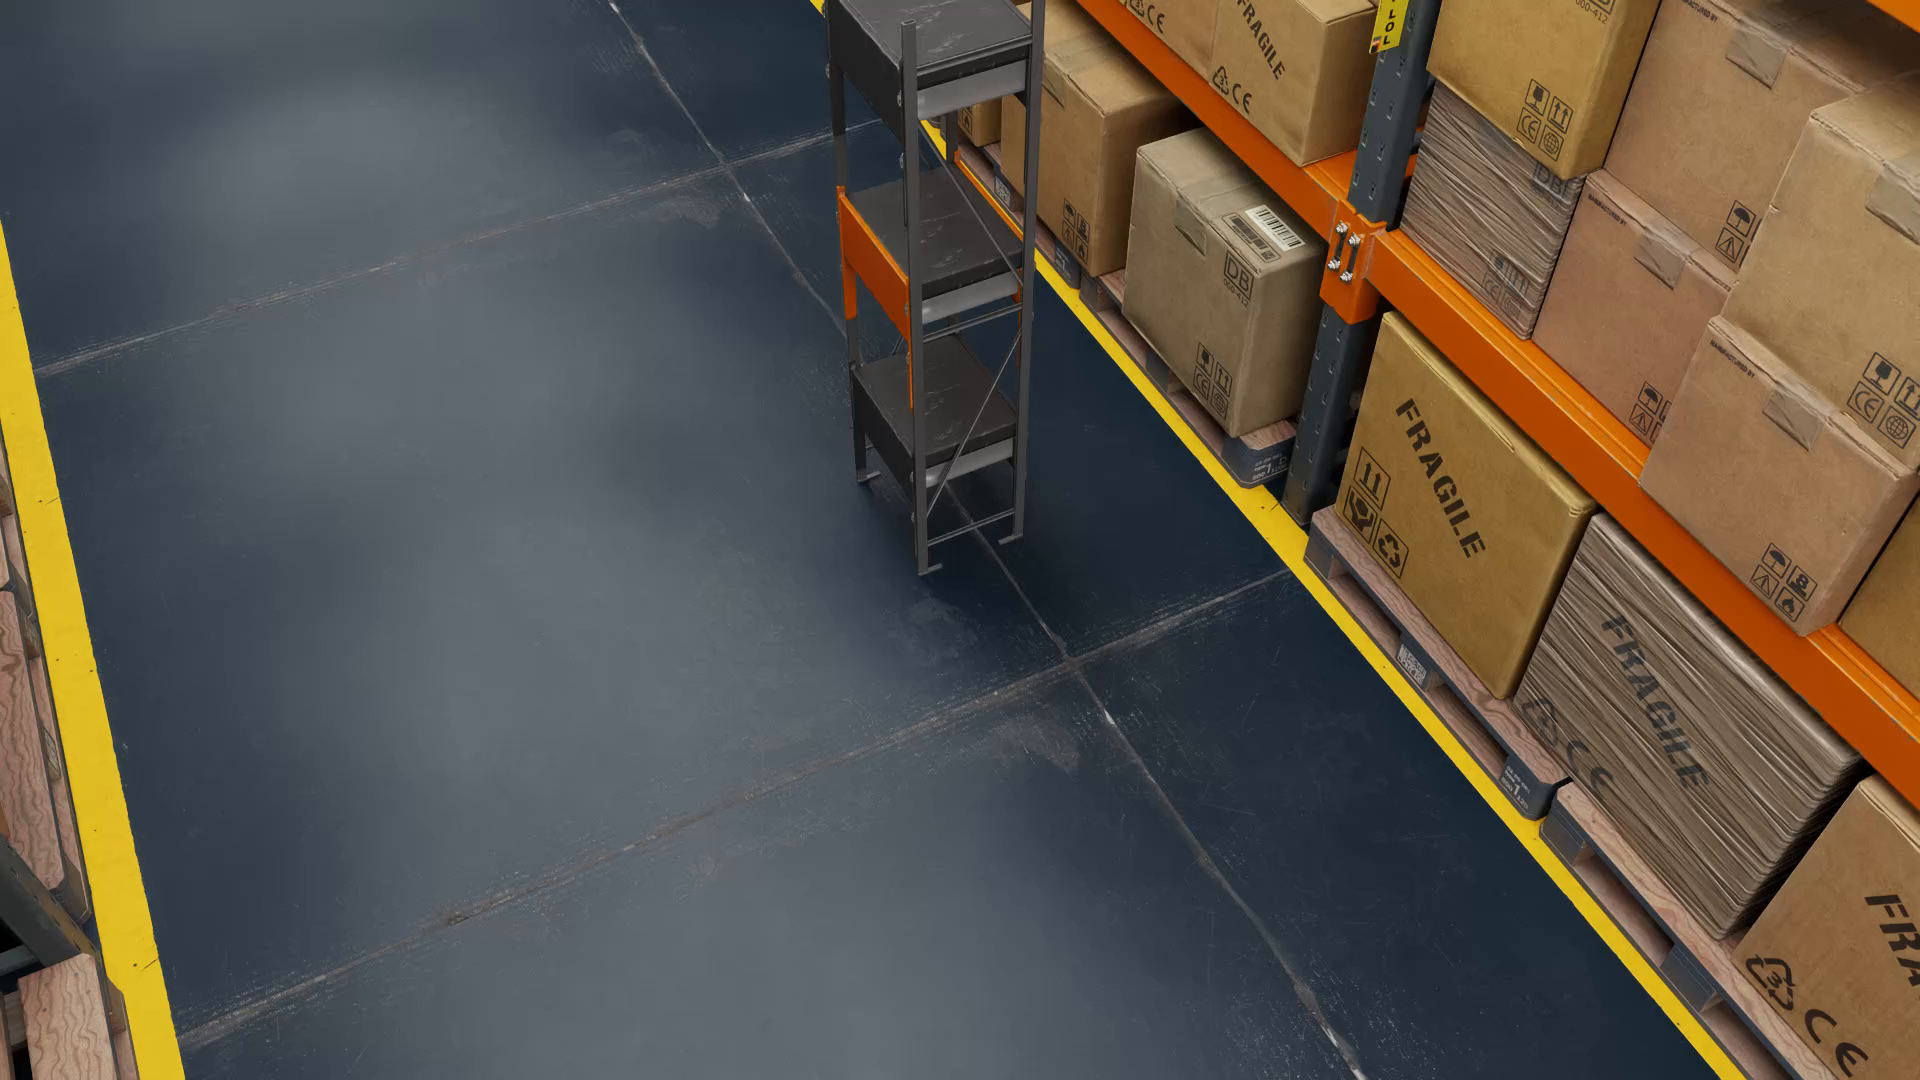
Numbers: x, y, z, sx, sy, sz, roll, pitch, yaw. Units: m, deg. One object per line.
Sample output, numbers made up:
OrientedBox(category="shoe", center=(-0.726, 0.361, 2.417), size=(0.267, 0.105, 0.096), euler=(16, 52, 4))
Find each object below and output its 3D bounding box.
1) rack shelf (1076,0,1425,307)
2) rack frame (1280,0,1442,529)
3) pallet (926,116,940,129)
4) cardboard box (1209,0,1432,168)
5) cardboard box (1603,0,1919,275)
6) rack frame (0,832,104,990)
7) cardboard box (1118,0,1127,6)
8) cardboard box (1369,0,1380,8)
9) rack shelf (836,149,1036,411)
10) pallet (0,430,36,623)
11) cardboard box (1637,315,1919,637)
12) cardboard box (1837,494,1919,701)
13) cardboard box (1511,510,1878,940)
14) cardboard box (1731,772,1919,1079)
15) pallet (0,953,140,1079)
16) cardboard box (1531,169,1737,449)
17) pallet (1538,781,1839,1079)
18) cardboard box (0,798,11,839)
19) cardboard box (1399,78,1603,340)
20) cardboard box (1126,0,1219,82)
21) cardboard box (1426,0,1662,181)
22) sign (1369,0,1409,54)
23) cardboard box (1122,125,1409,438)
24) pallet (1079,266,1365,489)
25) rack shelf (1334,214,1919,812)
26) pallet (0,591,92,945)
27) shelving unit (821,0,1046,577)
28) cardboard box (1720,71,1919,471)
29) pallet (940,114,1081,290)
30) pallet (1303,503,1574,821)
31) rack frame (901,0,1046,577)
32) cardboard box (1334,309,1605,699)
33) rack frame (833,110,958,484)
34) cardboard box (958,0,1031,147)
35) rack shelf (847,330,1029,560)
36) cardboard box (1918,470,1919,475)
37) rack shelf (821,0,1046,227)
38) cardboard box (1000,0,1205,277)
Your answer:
OrientedBox(category="rack shelf", center=(0.685, -2.343, 6.285), size=(1.077, 0.370, 4.000), euler=(-21, 52, -18))
OrientedBox(category="rack frame", center=(1.600, -1.241, 4.843), size=(1.000, 3.000, 0.127), euler=(-21, 52, -18))
OrientedBox(category="pallet", center=(0.063, -2.447, 7.750), size=(1.003, 0.211, 1.213), euler=(-21, 52, -18))
OrientedBox(category="cardboard box", center=(1.123, -1.532, 5.030), size=(0.500, 0.500, 0.500), euler=(-21, 52, -18))
OrientedBox(category="cardboard box", center=(2.093, -1.059, 3.867), size=(0.875, 0.550, 0.550), euler=(-21, 52, -18))
OrientedBox(category="rack frame", center=(-2.857, 0.399, 3.408), size=(1.000, 3.000, 0.127), euler=(-21, 52, -18))
OrientedBox(category="cardboard box", center=(0.661, -2.208, 5.622), size=(0.500, 0.500, 0.500), euler=(-21, 52, -17))
OrientedBox(category="cardboard box", center=(1.367, -1.934, 4.718), size=(0.700, 0.500, 0.500), euler=(-22, 52, -18))
OrientedBox(category="rack shelf", center=(-0.076, -0.793, 5.067), size=(0.431, 0.518, 0.480), euler=(-21, 52, -18))
OrientedBox(category="pallet", center=(-3.777, -0.021, 5.628), size=(1.003, 0.211, 1.213), euler=(-21, 52, -18))
OrientedBox(category="cardboard box", center=(2.193, -0.286, 3.907), size=(0.875, 0.550, 0.550), euler=(-21, 52, -18))
OrientedBox(category="cardboard box", center=(2.525, 0.034, 3.627), size=(0.875, 0.550, 0.500), euler=(-21, 52, -18))
OrientedBox(category="cardboard box", center=(2.241, 0.367, 4.569), size=(0.875, 0.875, 0.875), euler=(-21, 52, -17))
OrientedBox(category="cardboard box", center=(2.657, 0.978, 4.035), size=(0.875, 0.875, 0.875), euler=(-22, 52, -18))
OrientedBox(category="pallet", center=(-2.518, 1.755, 4.075), size=(1.003, 0.211, 1.213), euler=(-21, 52, -18))
OrientedBox(category="cardboard box", center=(2.051, -0.688, 4.259), size=(0.875, 0.550, 0.550), euler=(-21, 52, -18))
OrientedBox(category="pallet", center=(2.440, 1.030, 4.709), size=(1.003, 0.211, 1.213), euler=(-21, 52, -18))
OrientedBox(category="cardboard box", center=(-3.119, 0.659, 4.549), size=(0.700, 0.500, 0.500), euler=(-25, 53, -20))
OrientedBox(category="cardboard box", center=(1.779, -1.048, 4.574), size=(0.875, 0.550, 0.550), euler=(-21, 52, -18))
OrientedBox(category="cardboard box", center=(0.892, -1.870, 5.326), size=(0.500, 0.500, 0.500), euler=(-22, 52, -18))
OrientedBox(category="cardboard box", center=(1.738, -1.388, 4.154), size=(0.875, 0.550, 0.550), euler=(-21, 52, -18))
OrientedBox(category="sign", center=(1.122, -1.403, 4.268), size=(0.100, 0.325, 0.005), euler=(-21, 52, -18))
OrientedBox(category="cardboard box", center=(1.236, -1.024, 5.868), size=(1.050, 0.750, 0.750), euler=(-21, 52, -18))
OrientedBox(category="pallet", center=(1.180, -0.814, 6.322), size=(1.003, 0.211, 1.213), euler=(-21, 52, -18))
OrientedBox(category="rack shelf", center=(2.515, 0.334, 3.943), size=(1.077, 0.370, 4.000), euler=(-21, 52, -18))
OrientedBox(category="pallet", center=(-3.214, 0.797, 4.913), size=(1.003, 0.211, 1.213), euler=(-21, 52, -18))
OrientedBox(category="shelving unit", center=(-0.076, -0.802, 5.057), size=(0.431, 2.100, 0.503), euler=(-21, 52, -18))
OrientedBox(category="cardboard box", center=(2.218, -0.651, 3.509), size=(0.875, 0.550, 0.550), euler=(-21, 52, -18))
OrientedBox(category="pallet", center=(0.617, -1.631, 7.037), size=(1.003, 0.211, 1.213), euler=(-21, 52, -18))
OrientedBox(category="pallet", center=(1.878, 0.212, 5.424), size=(1.003, 0.211, 1.213), euler=(-21, 52, -18))
OrientedBox(category="rack frame", center=(0.036, -0.639, 4.914), size=(0.400, 2.100, 0.015), euler=(-21, 52, -18))
OrientedBox(category="cardboard box", center=(1.825, -0.235, 5.095), size=(0.875, 0.875, 0.875), euler=(-20, 52, -17))
OrientedBox(category="rack frame", center=(-0.187, -0.965, 5.199), size=(0.400, 2.100, 0.015), euler=(-21, 52, -18))
OrientedBox(category="cardboard box", center=(0.371, -2.294, 6.979), size=(1.050, 0.750, 0.750), euler=(-20, 52, -17))
OrientedBox(category="rack shelf", center=(-0.076, -0.332, 5.594), size=(0.431, 0.518, 0.480), euler=(-21, 52, -18))
OrientedBox(category="cardboard box", center=(2.467, -0.299, 3.201), size=(0.875, 0.550, 0.500), euler=(-21, 52, -18))
OrientedBox(category="rack shelf", center=(-0.076, -1.254, 4.540), size=(0.431, 0.518, 0.480), euler=(-21, 52, -18))
OrientedBox(category="cardboard box", center=(0.798, -1.670, 6.434), size=(1.050, 0.750, 0.750), euler=(-21, 52, -18))
